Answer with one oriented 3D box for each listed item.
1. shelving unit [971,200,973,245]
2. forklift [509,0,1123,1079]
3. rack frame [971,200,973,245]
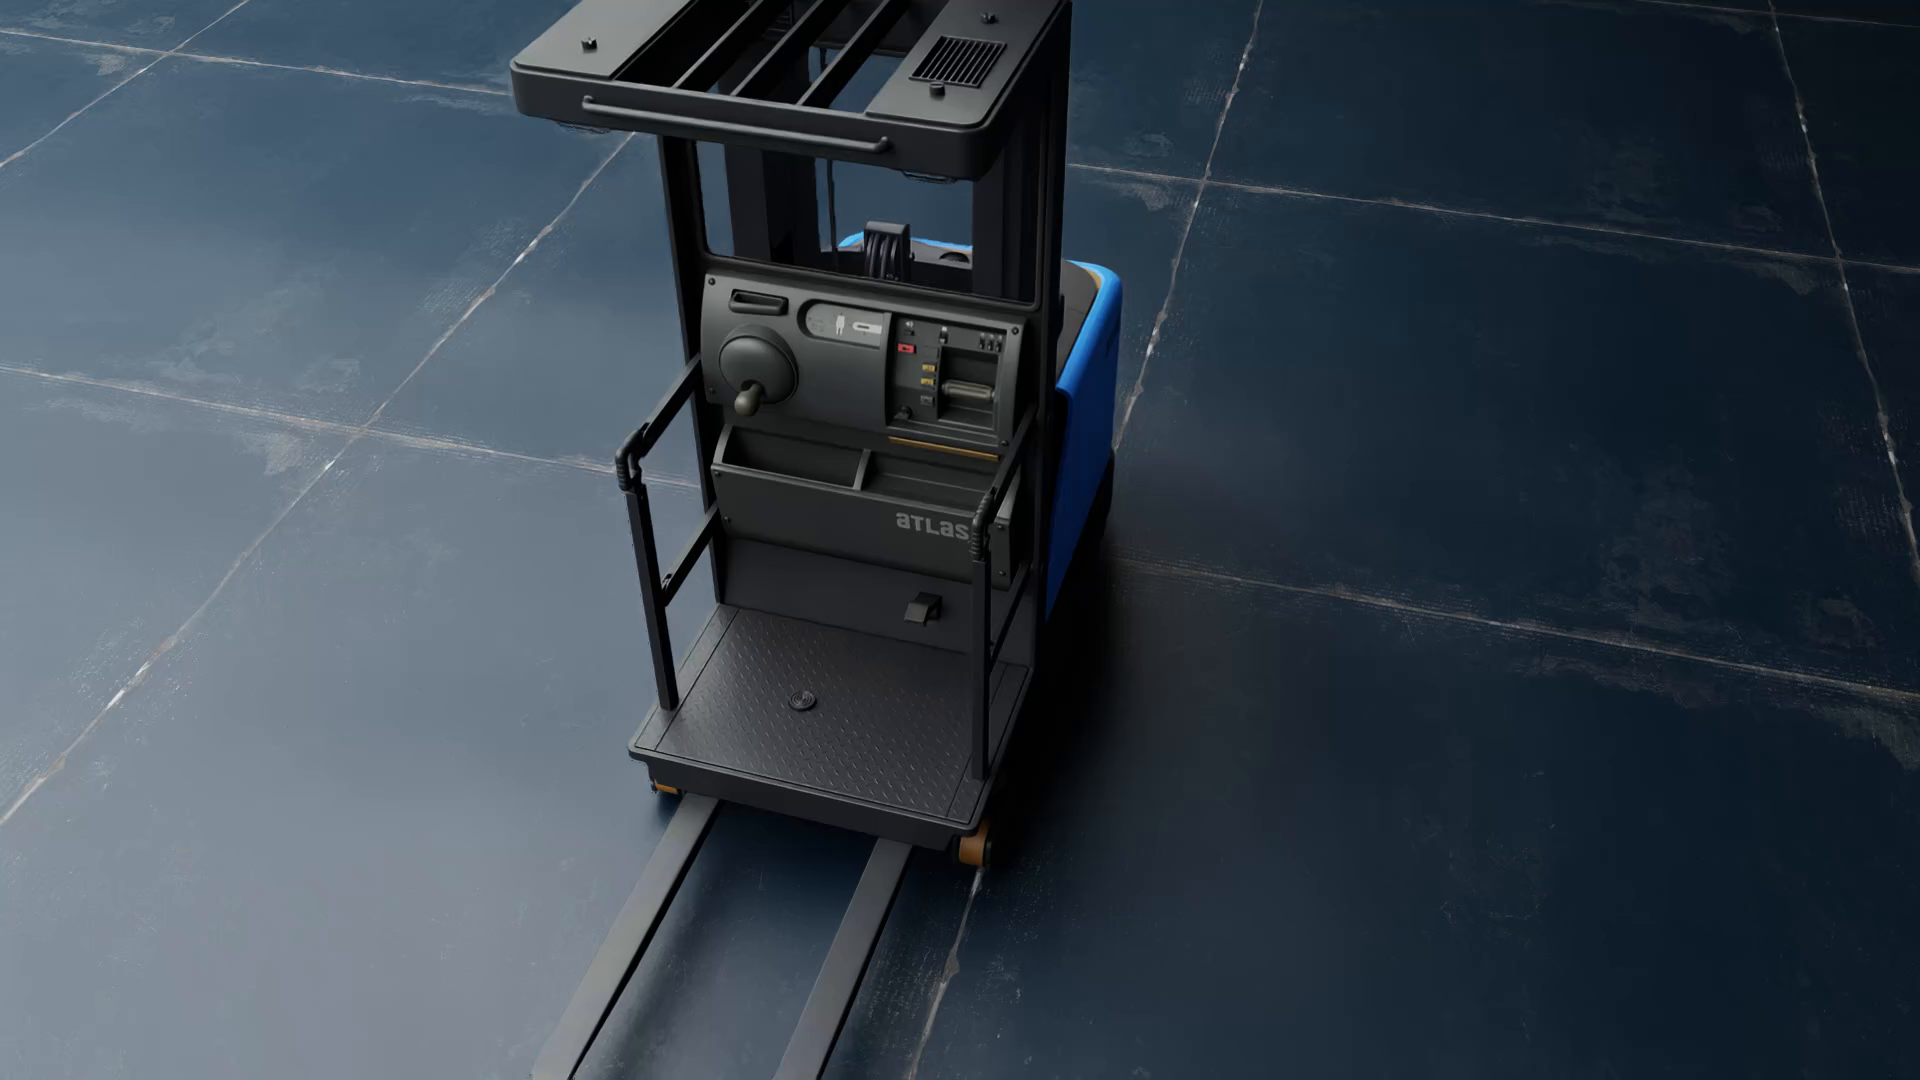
[{"bbox_3d":[0.161,-0.772,6.236,0.189,1.200,0.258,10,41,12],"label":"shelving unit"},{"bbox_3d":[-0.341,-0.418,4.468,1.130,2.935,3.031,11,41,13],"label":"forklift"},{"bbox_3d":[0.073,-0.788,6.255,0.006,1.200,0.240,10,41,12],"label":"rack frame"}]
